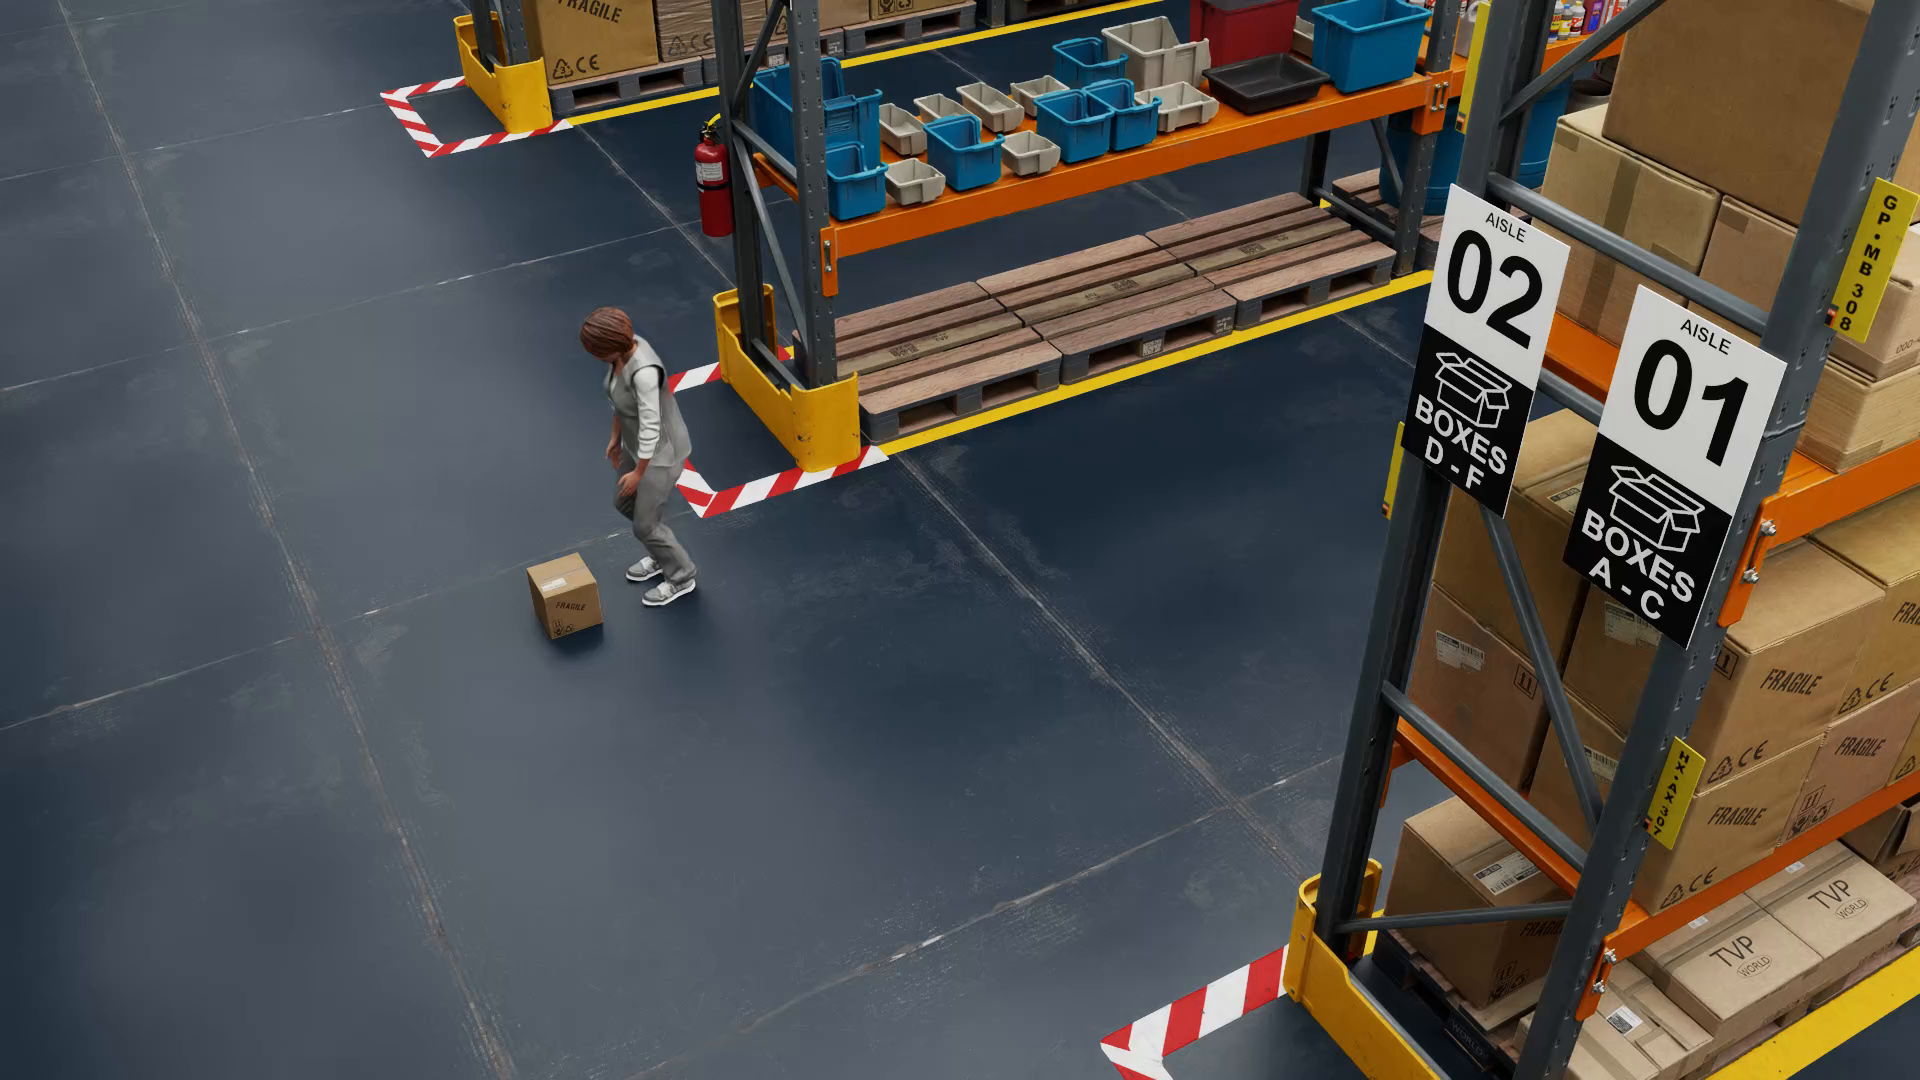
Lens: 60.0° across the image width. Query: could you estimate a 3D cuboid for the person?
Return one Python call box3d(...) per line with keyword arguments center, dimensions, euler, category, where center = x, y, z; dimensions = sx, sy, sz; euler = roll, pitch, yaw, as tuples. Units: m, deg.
box3d(center=(-1.416, -0.381, 7.490), dimensions=(0.417, 1.538, 0.433), euler=(-18, 41, -22), category="person")
